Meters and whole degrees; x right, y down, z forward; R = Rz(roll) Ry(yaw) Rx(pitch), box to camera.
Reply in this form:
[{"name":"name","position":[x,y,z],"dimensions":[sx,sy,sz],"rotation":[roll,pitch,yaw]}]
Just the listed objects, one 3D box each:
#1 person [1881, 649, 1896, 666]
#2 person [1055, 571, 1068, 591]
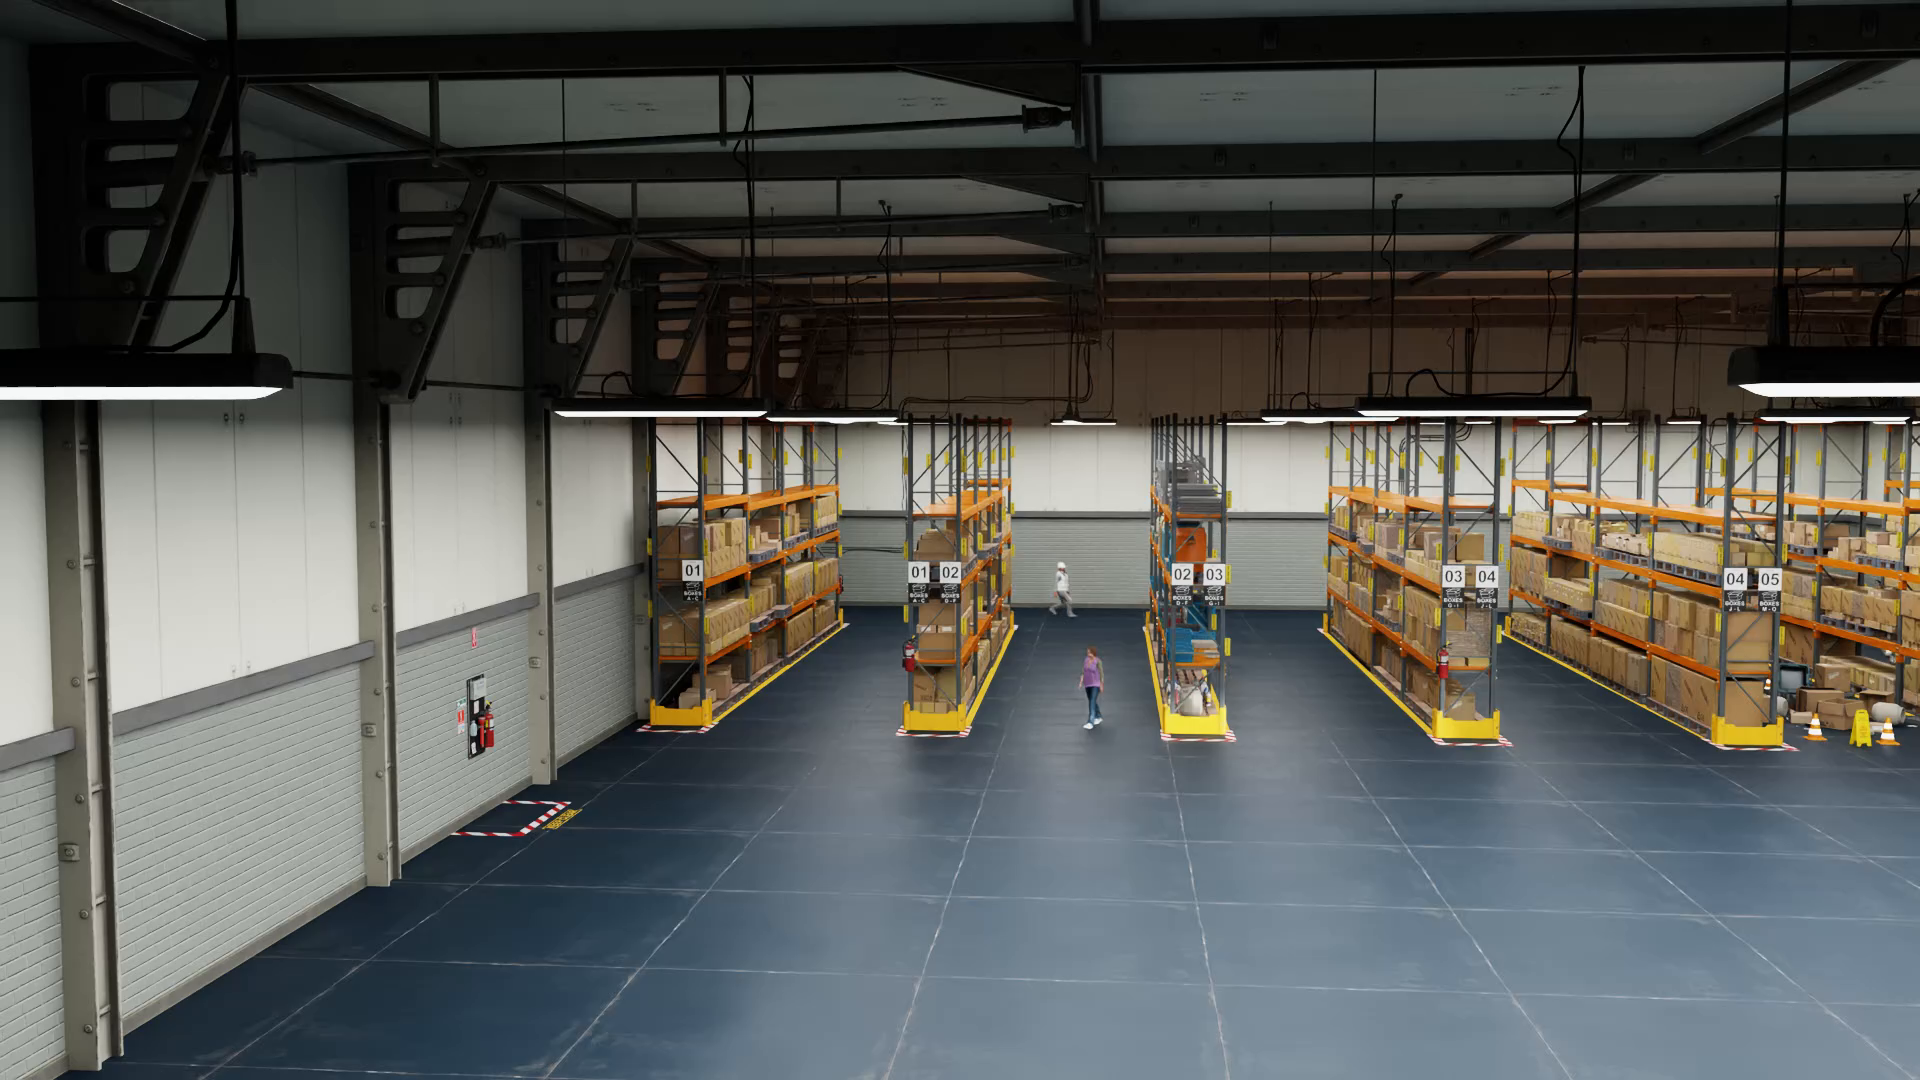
[{"name":"person","position":[22.139,2.259,39.464],"dimensions":[0.465,1.490,0.408],"rotation":[-1,4,-19]},{"name":"person","position":[3.092,1.248,50.430],"dimensions":[0.357,0.609,0.448],"rotation":[2,4,29]}]
